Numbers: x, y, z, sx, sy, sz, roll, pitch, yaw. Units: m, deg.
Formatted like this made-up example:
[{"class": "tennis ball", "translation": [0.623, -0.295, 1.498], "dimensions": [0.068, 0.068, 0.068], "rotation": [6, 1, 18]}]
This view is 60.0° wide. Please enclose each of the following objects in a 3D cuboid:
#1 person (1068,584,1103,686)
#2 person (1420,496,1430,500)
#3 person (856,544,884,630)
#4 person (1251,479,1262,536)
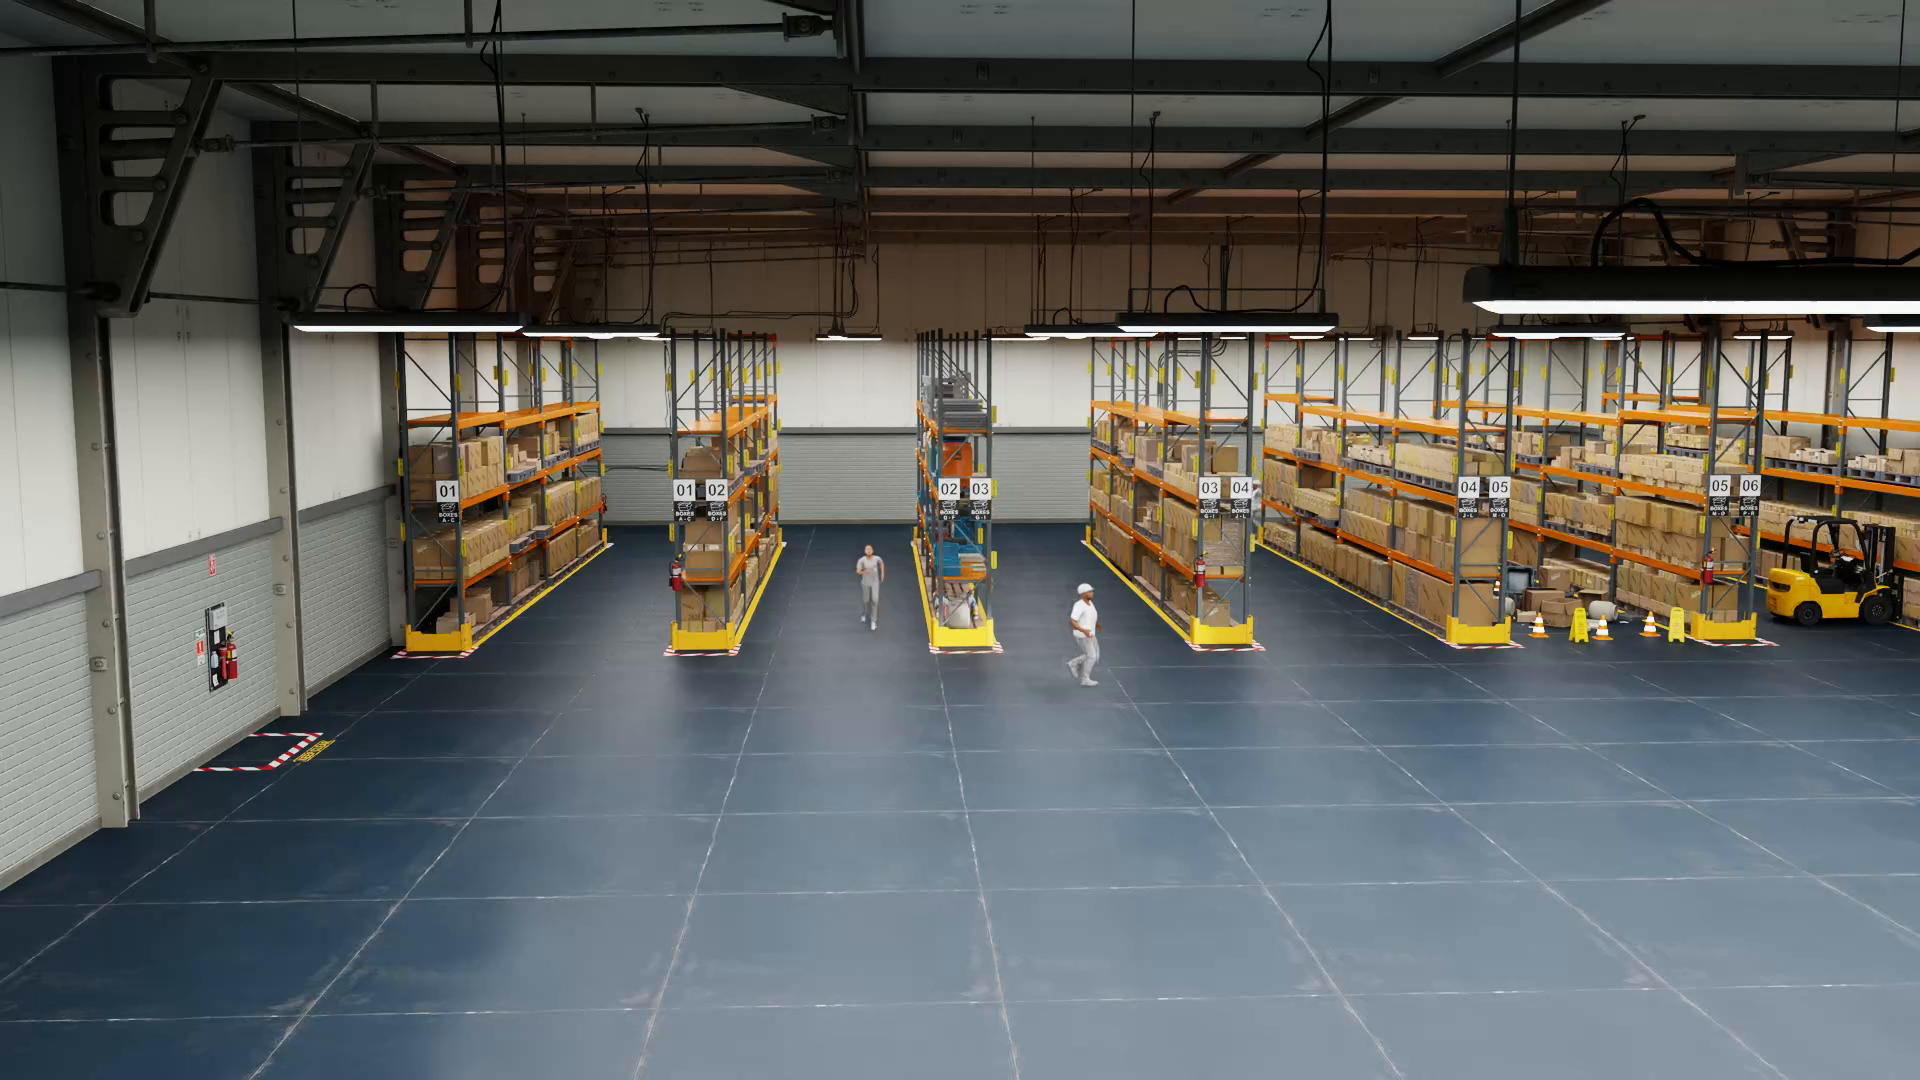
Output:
[{"class": "person", "translation": [2.059, 1.586, 27.900], "dimensions": [0.589, 1.720, 0.677], "rotation": [3, 7, 25]}, {"class": "person", "translation": [13.979, -0.923, 49.492], "dimensions": [0.815, 1.726, 0.625], "rotation": [1, 7, 12]}, {"class": "person", "translation": [-1.824, 0.920, 33.747], "dimensions": [0.573, 1.715, 0.890], "rotation": [-1, 7, -7]}, {"class": "person", "translation": [8.619, -0.926, 49.118], "dimensions": [0.786, 1.757, 0.675], "rotation": [1, 7, 7]}]
